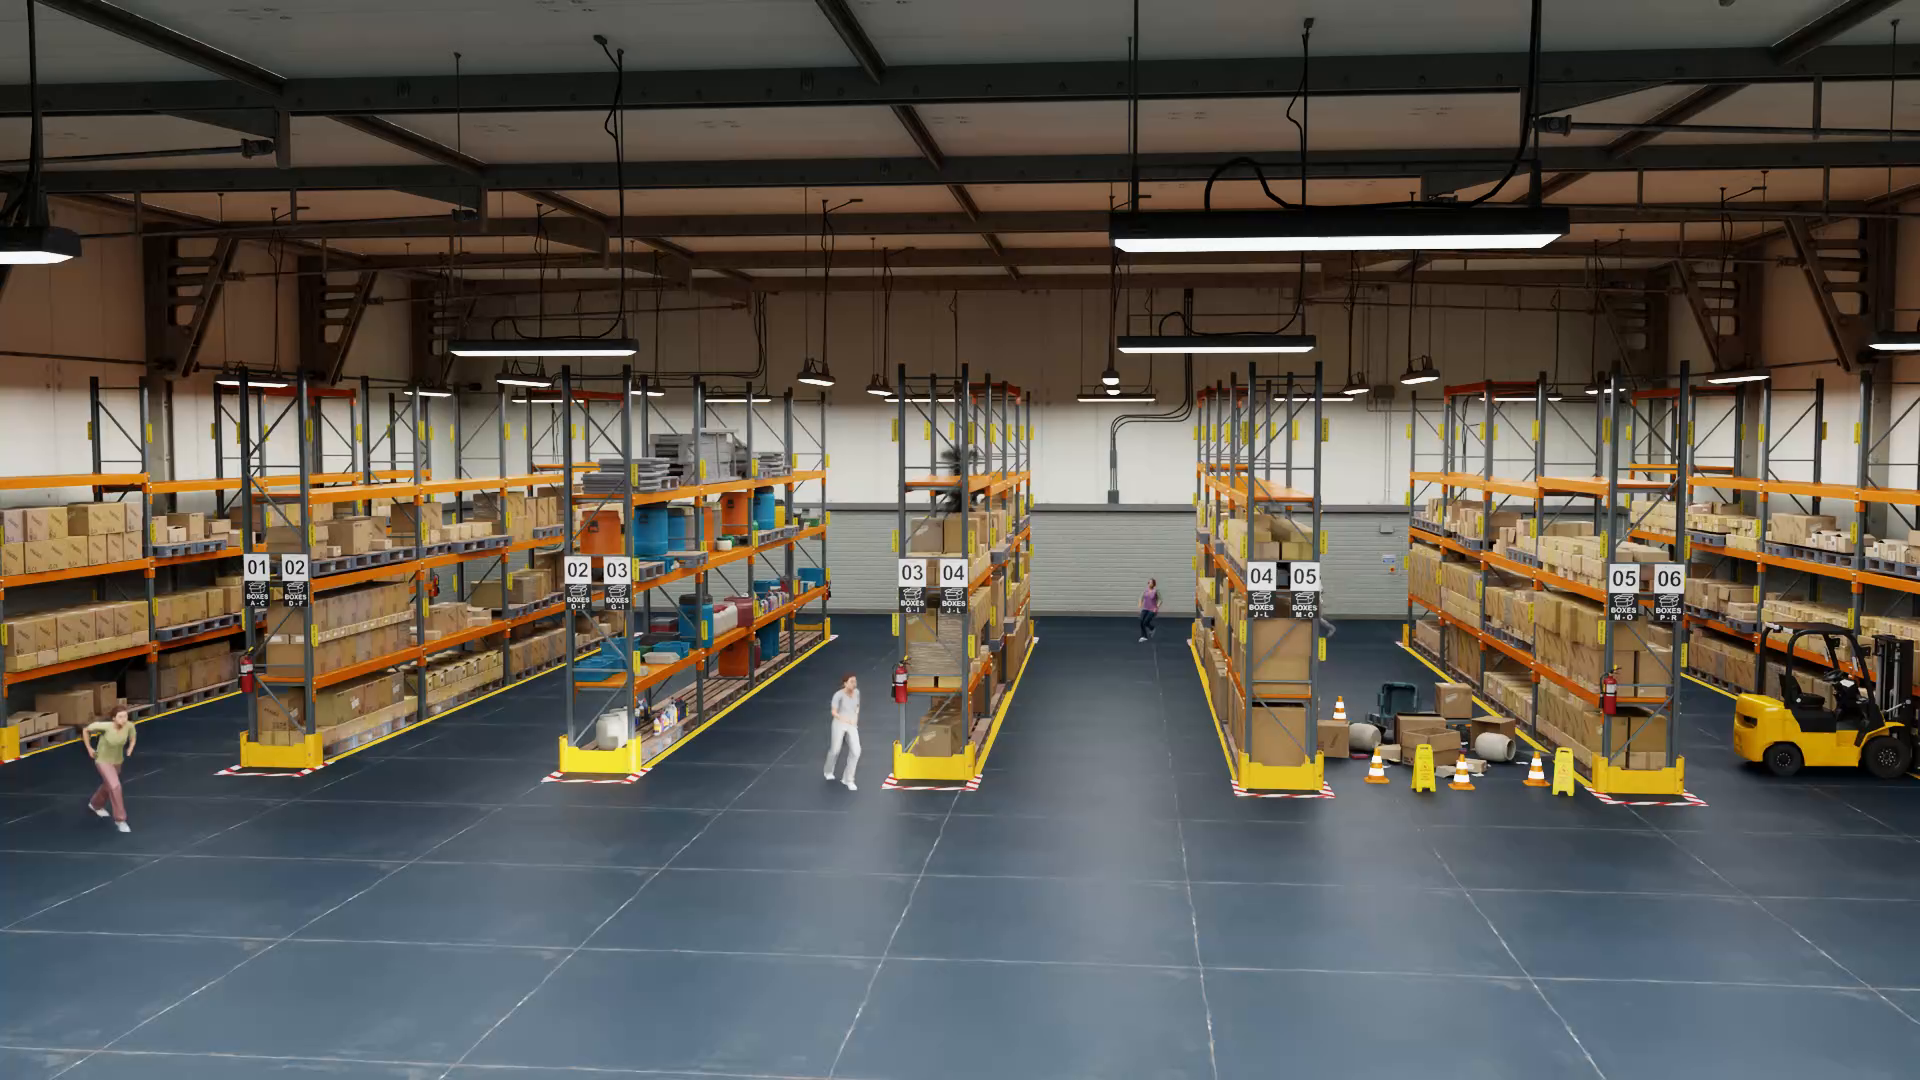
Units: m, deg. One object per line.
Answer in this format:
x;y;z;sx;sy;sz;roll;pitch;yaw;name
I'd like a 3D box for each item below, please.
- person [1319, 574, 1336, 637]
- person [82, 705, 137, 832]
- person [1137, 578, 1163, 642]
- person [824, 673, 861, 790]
8.638;1.560;40.247;0.884;1.677;0.585;0;4;5;person
-10.845;2.874;21.138;0.969;1.628;0.620;3;5;40;person
4.564;1.684;39.907;0.588;1.540;0.498;3;5;39;person
-1.640;2.687;23.597;0.553;1.662;0.852;-2;4;-29;person
